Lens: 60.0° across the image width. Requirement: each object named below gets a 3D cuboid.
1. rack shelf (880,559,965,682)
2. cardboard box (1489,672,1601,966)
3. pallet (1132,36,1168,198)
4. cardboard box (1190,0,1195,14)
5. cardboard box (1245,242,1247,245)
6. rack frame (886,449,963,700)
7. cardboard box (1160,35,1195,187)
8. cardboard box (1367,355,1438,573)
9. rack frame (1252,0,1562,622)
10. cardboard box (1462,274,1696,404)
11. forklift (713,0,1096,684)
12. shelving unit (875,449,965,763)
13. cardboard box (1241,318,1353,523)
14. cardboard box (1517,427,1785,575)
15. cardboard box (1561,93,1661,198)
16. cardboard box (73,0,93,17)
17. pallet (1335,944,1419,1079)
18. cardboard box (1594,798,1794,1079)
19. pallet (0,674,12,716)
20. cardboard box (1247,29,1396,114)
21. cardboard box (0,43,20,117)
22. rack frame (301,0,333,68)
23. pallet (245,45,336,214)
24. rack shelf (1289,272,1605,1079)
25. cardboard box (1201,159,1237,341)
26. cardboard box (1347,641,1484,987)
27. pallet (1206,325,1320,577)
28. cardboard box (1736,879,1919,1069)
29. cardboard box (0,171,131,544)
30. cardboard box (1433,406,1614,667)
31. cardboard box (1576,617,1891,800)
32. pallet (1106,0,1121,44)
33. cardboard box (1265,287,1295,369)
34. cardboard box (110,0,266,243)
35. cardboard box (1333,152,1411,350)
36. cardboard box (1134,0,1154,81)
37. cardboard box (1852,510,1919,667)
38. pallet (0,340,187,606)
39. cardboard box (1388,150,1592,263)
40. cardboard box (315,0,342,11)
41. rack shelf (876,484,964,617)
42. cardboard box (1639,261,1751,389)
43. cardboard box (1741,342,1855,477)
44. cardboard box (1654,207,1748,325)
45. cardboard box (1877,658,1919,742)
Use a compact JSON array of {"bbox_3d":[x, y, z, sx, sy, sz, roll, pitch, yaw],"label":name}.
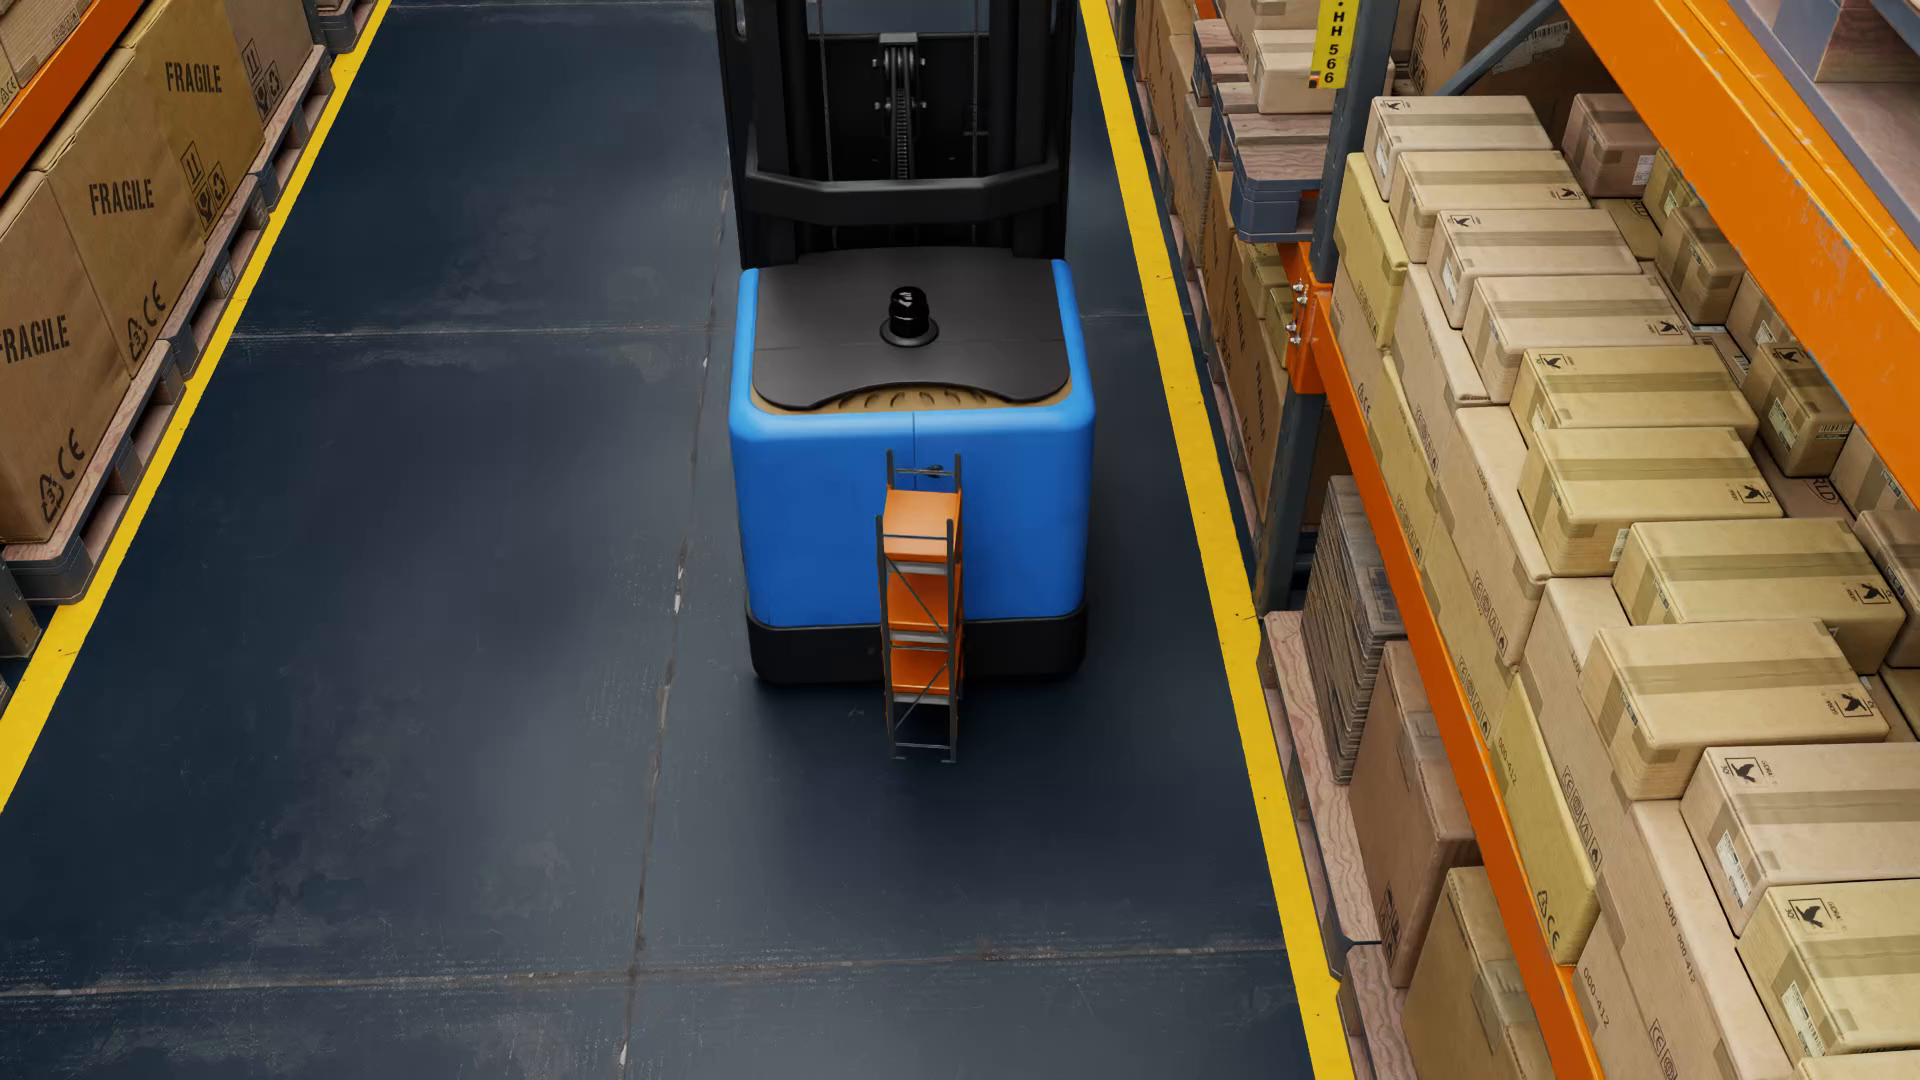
[{"bbox_3d":[-0.104,0.223,4.734,0.215,0.259,0.240,3,47,3],"label":"rack shelf"},{"bbox_3d":[1.316,0.507,3.088,0.500,0.250,0.500,0,43,0],"label":"cardboard box"},{"bbox_3d":[1.378,-2.017,7.794,1.003,0.211,1.213,-2,43,-2],"label":"pallet"},{"bbox_3d":[1.192,-2.273,7.069,0.380,0.149,0.250,-2,43,-3],"label":"cardboard box"},{"bbox_3d":[1.192,-1.054,5.739,0.380,0.149,0.250,-3,43,-3],"label":"cardboard box"},{"bbox_3d":[-0.094,0.128,4.810,0.200,1.050,0.008,3,47,3],"label":"rack frame"},{"bbox_3d":[1.151,-1.797,7.030,0.500,0.500,0.500,-3,43,-3],"label":"cardboard box"},{"bbox_3d":[1.267,-0.191,3.850,0.500,0.250,0.500,-2,43,-3],"label":"cardboard box"},{"bbox_3d":[1.475,-0.893,4.504,1.000,3.000,0.127,-2,43,-2],"label":"rack frame"},{"bbox_3d":[1.268,-0.416,3.430,0.380,0.149,0.250,-1,43,-1],"label":"cardboard box"},{"bbox_3d":[-0.206,-1.618,5.346,1.130,2.935,3.031,-2,43,-2],"label":"forklift"},{"bbox_3d":[-0.104,0.216,4.726,0.215,1.050,0.252,3,47,3],"label":"shelving unit"},{"bbox_3d":[1.243,-0.405,5.511,0.500,0.500,0.500,-1,43,-1],"label":"cardboard box"},{"bbox_3d":[1.260,-0.074,3.057,0.380,0.149,0.250,-1,43,-1],"label":"cardboard box"},{"bbox_3d":[1.691,-0.955,4.018,0.380,0.149,0.250,0,43,0],"label":"cardboard box"},{"bbox_3d":[-3.333,-2.064,5.892,0.500,0.250,0.500,-2,43,-2],"label":"cardboard box"},{"bbox_3d":[1.520,1.514,3.942,1.003,0.211,1.213,-2,43,-2],"label":"pallet"},{"bbox_3d":[1.324,0.662,2.549,0.500,0.250,0.500,-1,43,-1],"label":"cardboard box"},{"bbox_3d":[-3.452,0.808,4.712,1.003,0.211,1.213,-2,43,-2],"label":"pallet"},{"bbox_3d":[1.064,-1.387,4.919,0.380,0.149,0.250,-1,43,-1],"label":"cardboard box"},{"bbox_3d":[-3.292,-1.376,5.142,0.500,0.250,0.500,-3,43,-3],"label":"cardboard box"},{"bbox_3d":[-3.653,-3.448,7.292,1.000,3.000,0.127,-2,43,-2],"label":"rack frame"},{"bbox_3d":[-3.545,-1.901,7.668,1.003,0.211,1.213,-2,43,-2],"label":"pallet"},{"bbox_3d":[1.560,0.723,3.274,1.077,0.370,4.000,-2,43,-2],"label":"rack shelf"},{"bbox_3d":[1.207,-1.097,6.266,0.500,0.500,0.500,0,43,0],"label":"cardboard box"},{"bbox_3d":[1.524,0.690,4.224,0.875,0.625,0.625,0,43,0],"label":"cardboard box"},{"bbox_3d":[1.482,-0.370,5.997,1.003,0.211,1.213,-2,43,-2],"label":"pallet"},{"bbox_3d":[1.330,0.615,2.305,0.380,0.149,0.250,-3,43,-3],"label":"cardboard box"},{"bbox_3d":[-3.430,-0.588,5.433,0.875,0.875,0.875,-2,43,-2],"label":"cardboard box"},{"bbox_3d":[1.275,-0.023,3.296,0.500,0.250,0.500,-3,43,-3],"label":"cardboard box"},{"bbox_3d":[1.236,0.269,2.683,0.380,0.149,0.250,-3,43,-3],"label":"cardboard box"},{"bbox_3d":[1.277,-3.029,8.898,1.003,0.211,1.213,-2,43,-2],"label":"pallet"},{"bbox_3d":[1.201,-0.691,5.343,0.380,0.149,0.250,-4,43,-4],"label":"cardboard box"},{"bbox_3d":[-3.501,-1.794,6.749,0.875,0.875,0.875,-1,43,-1],"label":"cardboard box"},{"bbox_3d":[1.225,-0.714,4.051,0.500,0.250,0.500,-2,43,-2],"label":"cardboard box"},{"bbox_3d":[1.101,-2.493,7.789,0.500,0.500,0.500,0,43,0],"label":"cardboard box"},{"bbox_3d":[1.776,0.081,2.888,0.380,0.149,0.250,-1,43,-1],"label":"cardboard box"},{"bbox_3d":[-3.442,-0.254,5.871,1.003,0.211,1.213,-2,43,-2],"label":"pallet"},{"bbox_3d":[1.207,-0.765,3.811,0.380,0.149,0.250,-1,43,-1],"label":"cardboard box"},{"bbox_3d":[-3.573,-3.085,8.482,0.875,0.438,0.875,-2,43,-2],"label":"cardboard box"},{"bbox_3d":[-0.106,0.028,4.528,0.215,0.259,0.240,3,47,3],"label":"rack shelf"},{"bbox_3d":[1.796,-0.381,3.687,0.500,0.250,0.500,-1,43,-1],"label":"cardboard box"},{"bbox_3d":[1.778,-0.263,3.262,0.380,0.149,0.250,-2,43,-2],"label":"cardboard box"},{"bbox_3d":[1.764,-0.605,3.636,0.380,0.149,0.250,-2,43,-2],"label":"cardboard box"},{"bbox_3d":[1.828,0.297,2.947,0.500,0.250,0.500,-2,43,-3],"label":"cardboard box"}]
